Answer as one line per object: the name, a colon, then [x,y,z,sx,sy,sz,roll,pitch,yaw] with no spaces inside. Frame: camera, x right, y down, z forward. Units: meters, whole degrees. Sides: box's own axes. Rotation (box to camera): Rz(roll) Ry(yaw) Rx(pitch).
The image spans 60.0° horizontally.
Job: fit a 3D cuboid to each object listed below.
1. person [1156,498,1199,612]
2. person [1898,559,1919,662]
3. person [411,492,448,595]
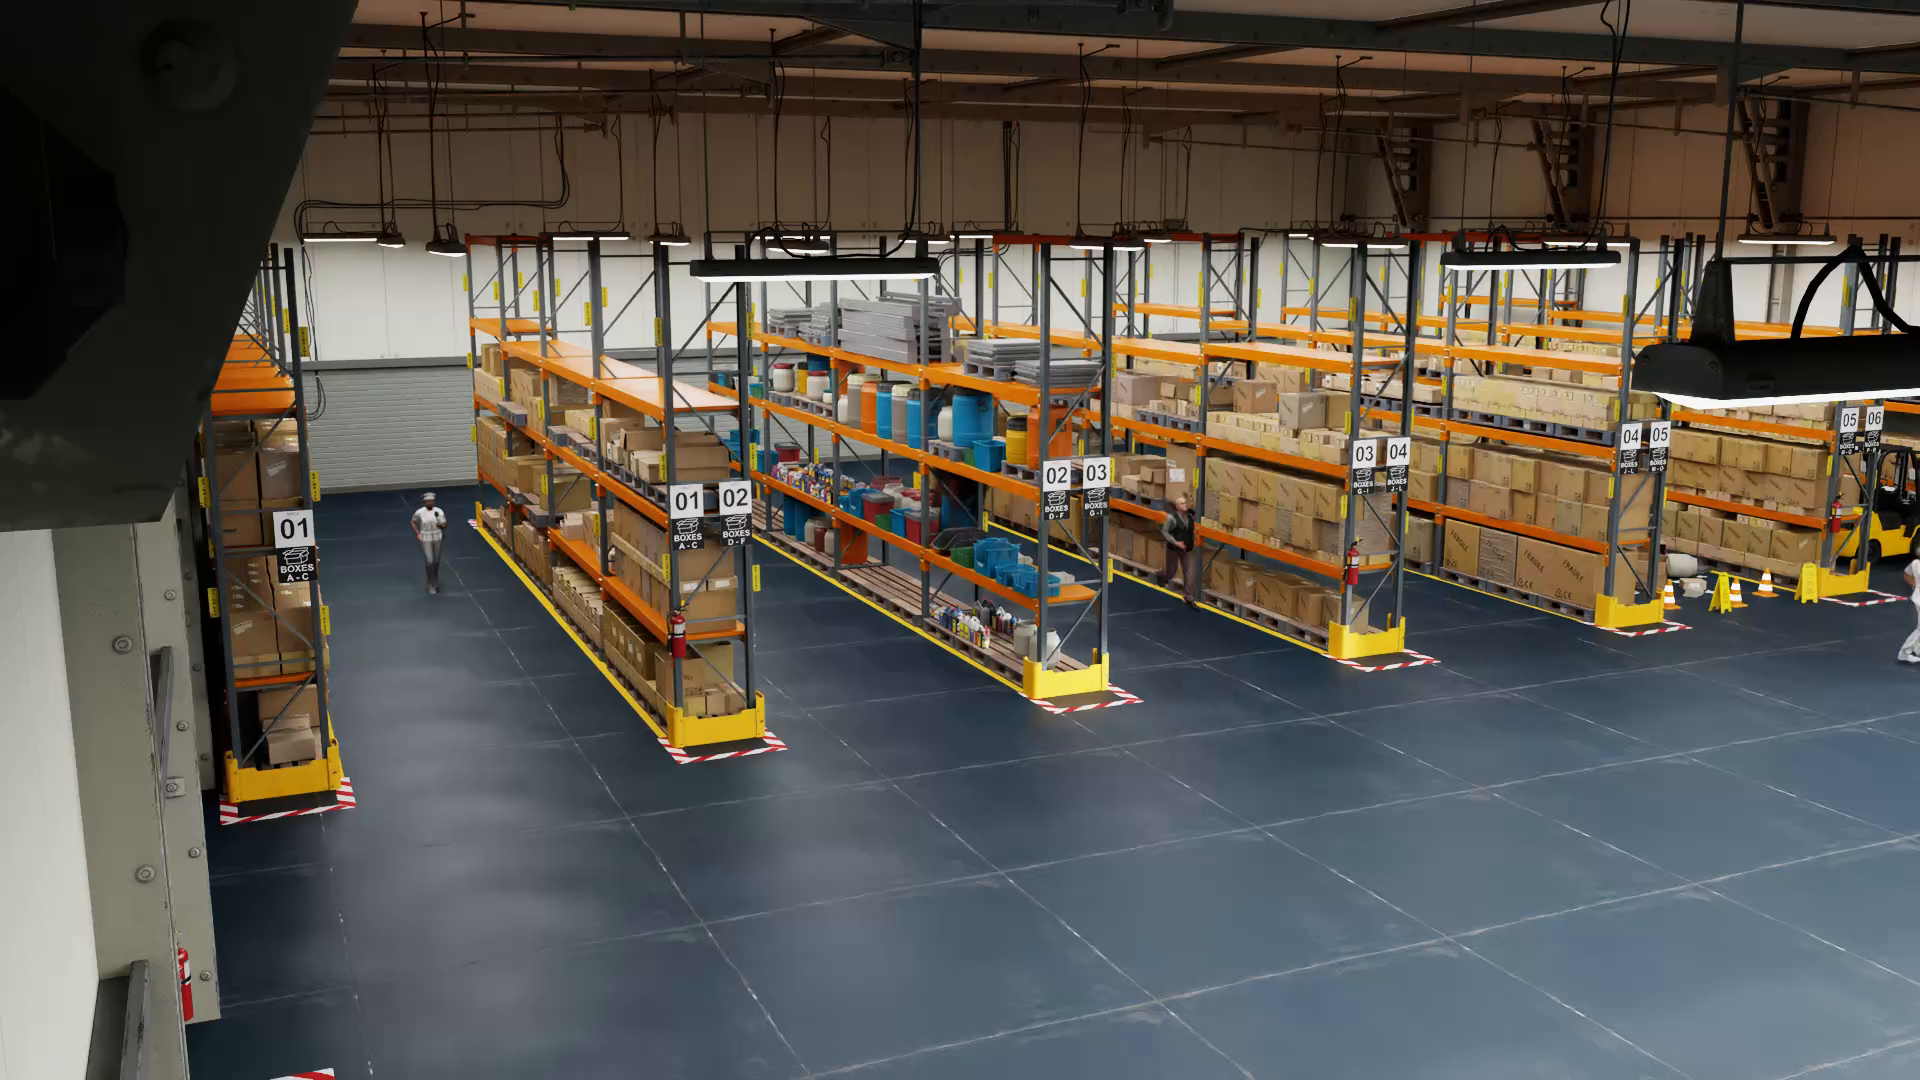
person: [3.418,0.130,26.291,0.606,1.637,0.907,-4,12,-21]
person: [13.847,0.921,23.749,0.671,1.805,0.657,4,12,19]
person: [-9.057,0.040,28.484,0.560,1.753,0.727,-6,13,-29]
